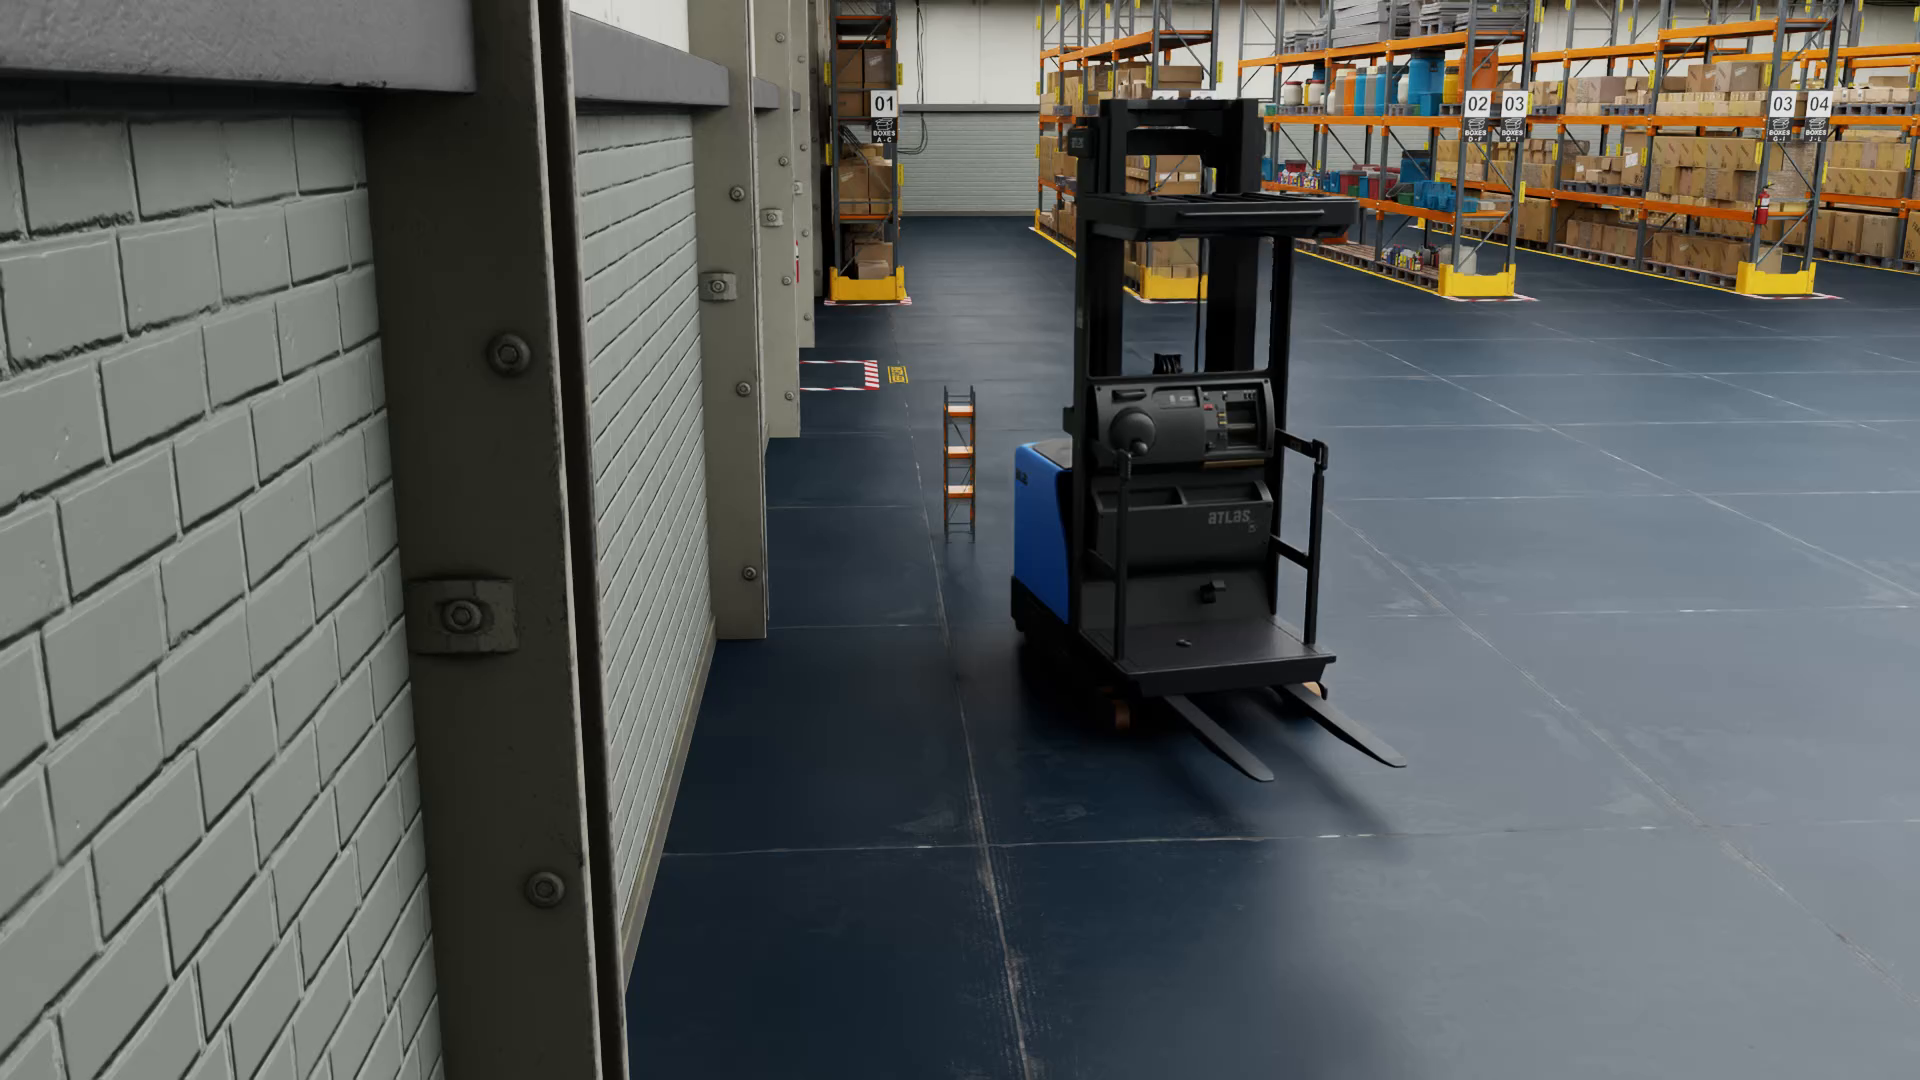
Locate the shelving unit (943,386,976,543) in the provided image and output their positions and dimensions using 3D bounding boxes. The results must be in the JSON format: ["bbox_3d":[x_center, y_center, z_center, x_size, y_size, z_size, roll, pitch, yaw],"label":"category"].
[{"bbox_3d":[-0.003,-0.522,11.447,0.215,1.050,0.252,-1,14,-3],"label":"shelving unit"}]

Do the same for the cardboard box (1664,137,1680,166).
[{"bbox_3d":[12.920,-6.922,29.606,0.500,0.500,0.500,-1,14,-3],"label":"cardboard box"}]

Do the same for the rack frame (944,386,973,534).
[{"bbox_3d":[-0.011,-0.552,11.565,0.200,1.050,0.008,-1,14,-3],"label":"rack frame"}]

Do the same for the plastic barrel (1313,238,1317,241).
[{"bbox_3d":[7.750,-6.663,35.553,0.421,0.512,0.421,0,14,0],"label":"plastic barrel"}]

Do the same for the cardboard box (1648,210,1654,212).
[{"bbox_3d":[17.121,-8.170,40.944,0.380,0.149,0.250,-1,14,-3],"label":"cardboard box"}]

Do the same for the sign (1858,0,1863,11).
[{"bbox_3d":[18.376,-10.976,33.933,0.100,0.325,0.005,-1,14,-3],"label":"sign"}]

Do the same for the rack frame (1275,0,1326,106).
[{"bbox_3d":[7.674,-11.304,37.402,1.000,3.000,0.127,-1,14,-3],"label":"rack frame"}]

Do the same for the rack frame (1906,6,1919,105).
[{"bbox_3d":[22.508,-11.534,38.293,1.000,3.000,0.127,-1,14,-3],"label":"rack frame"}]

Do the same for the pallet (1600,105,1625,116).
[{"bbox_3d":[13.114,-8.260,31.969,1.213,0.211,1.003,-1,14,-3],"label":"pallet"}]

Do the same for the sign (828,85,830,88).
[{"bbox_3d":[-2.272,-8.141,29.298,0.100,0.325,0.005,-1,14,-3],"label":"sign"}]

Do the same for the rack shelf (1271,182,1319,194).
[{"bbox_3d":[7.798,-7.553,36.306,1.077,0.370,4.000,-1,14,-3],"label":"rack shelf"}]

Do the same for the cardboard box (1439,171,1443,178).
[{"bbox_3d":[12.113,-9.063,41.234,0.380,0.149,0.250,-1,14,-4],"label":"cardboard box"}]

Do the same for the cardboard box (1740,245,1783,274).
[{"bbox_3d":[13.339,-4.639,27.711,0.500,0.500,0.500,2,15,7],"label":"cardboard box"}]

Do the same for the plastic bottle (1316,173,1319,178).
[{"bbox_3d":[7.951,-8.021,36.938,0.097,0.271,0.097,0,14,0],"label":"plastic bottle"}]

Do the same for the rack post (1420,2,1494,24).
[{"bbox_3d":[8.266,-8.765,27.683,0.937,0.300,0.954,-1,14,-4],"label":"rack post"}]

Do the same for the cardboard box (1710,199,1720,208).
[{"bbox_3d":[13.043,-5.747,28.349,0.380,0.149,0.250,-1,14,-3],"label":"cardboard box"}]

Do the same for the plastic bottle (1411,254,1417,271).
[{"bbox_3d":[7.841,-4.791,28.694,0.061,0.283,0.133,-1,14,-2],"label":"plastic bottle"}]

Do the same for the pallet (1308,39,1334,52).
[{"bbox_3d":[7.908,-10.204,34.308,1.213,0.211,1.003,-1,14,-3],"label":"pallet"}]

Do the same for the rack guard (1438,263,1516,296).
[{"bbox_3d":[8.366,-4.222,26.932,1.175,0.500,0.348,-1,14,-3],"label":"rack guard"}]

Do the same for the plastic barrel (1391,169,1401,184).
[{"bbox_3d":[8.329,-6.716,31.337,0.433,0.535,0.433,0,14,0],"label":"plastic barrel"}]

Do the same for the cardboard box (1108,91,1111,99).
[{"bbox_3d":[3.137,-8.527,32.087,0.500,0.250,0.500,-1,14,-5],"label":"cardboard box"}]

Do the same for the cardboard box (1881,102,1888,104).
[{"bbox_3d":[22.133,-10.431,39.487,0.380,0.149,0.250,-1,14,-2],"label":"cardboard box"}]

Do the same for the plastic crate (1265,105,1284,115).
[{"bbox_3d":[7.299,-9.992,38.657,0.416,0.233,0.300,-1,14,-3],"label":"plastic crate"}]

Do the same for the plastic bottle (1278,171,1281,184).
[{"bbox_3d":[7.271,-8.244,37.784,0.061,0.283,0.133,-1,14,-3],"label":"plastic bottle"}]

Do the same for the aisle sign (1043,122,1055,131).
[{"bbox_3d":[2.185,-10.589,41.446,0.394,0.787,0.004,-1,14,-3],"label":"aisle sign"}]

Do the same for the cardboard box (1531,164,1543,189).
[{"bbox_3d":[12.562,-7.772,35.512,0.500,0.500,0.500,-1,14,-4],"label":"cardboard box"}]

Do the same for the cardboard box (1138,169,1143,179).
[{"bbox_3d":[3.178,-6.115,27.773,0.380,0.149,0.250,0,14,-2],"label":"cardboard box"}]

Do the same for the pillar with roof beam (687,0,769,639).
[{"bbox_3d":[3.035,-3.917,8.692,9.100,9.000,0.400,-1,14,-3],"label":"pillar with roof beam"}]

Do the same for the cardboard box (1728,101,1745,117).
[{"bbox_3d":[13.044,-7.111,27.425,0.500,0.250,0.500,-1,14,-3],"label":"cardboard box"}]

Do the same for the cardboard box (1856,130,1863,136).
[{"bbox_3d":[22.125,-9.926,40.578,0.380,0.149,0.250,-1,14,-3],"label":"cardboard box"}]

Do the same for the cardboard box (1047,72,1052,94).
[{"bbox_3d":[2.477,-11.050,40.227,0.700,0.500,0.500,-1,14,-3],"label":"cardboard box"}]

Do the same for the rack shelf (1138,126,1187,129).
[{"bbox_3d":[3.349,-6.941,27.905,1.077,0.370,4.000,-1,14,-3],"label":"rack shelf"}]

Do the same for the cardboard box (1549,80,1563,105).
[{"bbox_3d":[12.755,-9.337,34.726,0.797,0.503,0.637,0,14,0],"label":"cardboard box"}]

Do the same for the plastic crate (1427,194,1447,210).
[{"bbox_3d":[8.053,-5.624,27.662,0.499,0.251,0.408,-1,14,-3],"label":"plastic crate"}]

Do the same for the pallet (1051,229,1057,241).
[{"bbox_3d":[2.688,-7.143,38.867,1.003,0.211,1.213,-1,14,-3],"label":"pallet"}]

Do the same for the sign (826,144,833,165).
[{"bbox_3d":[-2.026,-5.972,25.758,0.100,0.325,0.005,-1,14,-3],"label":"sign"}]

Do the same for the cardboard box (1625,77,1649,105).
[{"bbox_3d":[13.123,-8.544,31.646,0.797,0.503,0.637,0,14,-1],"label":"cardboard box"}]

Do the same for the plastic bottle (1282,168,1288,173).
[{"bbox_3d":[7.375,-8.272,37.757,0.144,0.351,0.185,-1,14,-3],"label":"plastic bottle"}]

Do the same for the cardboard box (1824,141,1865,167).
[{"bbox_3d":[17.872,-7.827,33.720,0.700,0.500,0.500,-1,14,-4],"label":"cardboard box"}]

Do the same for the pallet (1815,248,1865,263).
[{"bbox_3d":[17.868,-5.681,33.184,1.003,0.211,1.213,-1,14,-3],"label":"pallet"}]

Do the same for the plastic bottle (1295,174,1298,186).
[{"bbox_3d":[7.380,-7.874,36.368,0.097,0.271,0.097,0,14,0],"label":"plastic bottle"}]

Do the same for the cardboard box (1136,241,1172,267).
[{"bbox_3d":[3.143,-4.703,26.954,0.500,0.500,0.500,-1,14,-3],"label":"cardboard box"}]

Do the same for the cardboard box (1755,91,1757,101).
[{"bbox_3d":[13.133,-7.195,26.951,0.380,0.149,0.250,-1,14,-5],"label":"cardboard box"}]

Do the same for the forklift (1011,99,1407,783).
[{"bbox_3d":[1.164,-0.603,7.986,1.130,2.935,3.031,-4,15,-14],"label":"forklift"}]

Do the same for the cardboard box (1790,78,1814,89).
[{"bbox_3d":[17.537,-9.500,34.674,0.396,0.266,0.258,-1,14,-3],"label":"cardboard box"}]

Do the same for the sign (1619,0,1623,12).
[{"bbox_3d":[13.406,-10.887,33.748,0.100,0.325,0.005,-1,14,-3],"label":"sign"}]

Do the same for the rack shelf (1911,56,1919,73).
[{"bbox_3d":[22.632,-10.494,36.500,1.077,0.370,4.000,-1,14,-3],"label":"rack shelf"}]

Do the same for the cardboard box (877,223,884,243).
[{"bbox_3d":[-1.870,-6.075,33.252,0.700,0.500,0.500,-1,14,-3],"label":"cardboard box"}]

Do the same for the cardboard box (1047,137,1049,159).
[{"bbox_3d":[2.345,-9.356,39.660,0.500,0.500,0.500,-1,14,-4],"label":"cardboard box"}]

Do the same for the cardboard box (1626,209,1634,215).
[{"bbox_3d":[17.063,-8.285,41.989,0.380,0.149,0.250,-1,14,-4],"label":"cardboard box"}]

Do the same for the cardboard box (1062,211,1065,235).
[{"bbox_3d":[2.561,-7.069,37.115,0.500,0.500,0.500,-1,14,-3],"label":"cardboard box"}]

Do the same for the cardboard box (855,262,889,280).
[{"bbox_3d":[-1.424,-4.346,26.910,0.500,0.311,0.500,-3,15,-10],"label":"cardboard box"}]

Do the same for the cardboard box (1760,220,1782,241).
[{"bbox_3d":[17.520,-6.684,35.659,0.500,0.500,0.500,-1,14,-4],"label":"cardboard box"}]

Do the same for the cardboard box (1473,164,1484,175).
[{"bbox_3d":[12.328,-8.652,38.839,0.500,0.250,0.500,-1,14,-4],"label":"cardboard box"}]

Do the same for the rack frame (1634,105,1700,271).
[{"bbox_3d":[13.113,-6.486,30.714,1.000,3.000,0.127,-1,14,-3],"label":"rack frame"}]
